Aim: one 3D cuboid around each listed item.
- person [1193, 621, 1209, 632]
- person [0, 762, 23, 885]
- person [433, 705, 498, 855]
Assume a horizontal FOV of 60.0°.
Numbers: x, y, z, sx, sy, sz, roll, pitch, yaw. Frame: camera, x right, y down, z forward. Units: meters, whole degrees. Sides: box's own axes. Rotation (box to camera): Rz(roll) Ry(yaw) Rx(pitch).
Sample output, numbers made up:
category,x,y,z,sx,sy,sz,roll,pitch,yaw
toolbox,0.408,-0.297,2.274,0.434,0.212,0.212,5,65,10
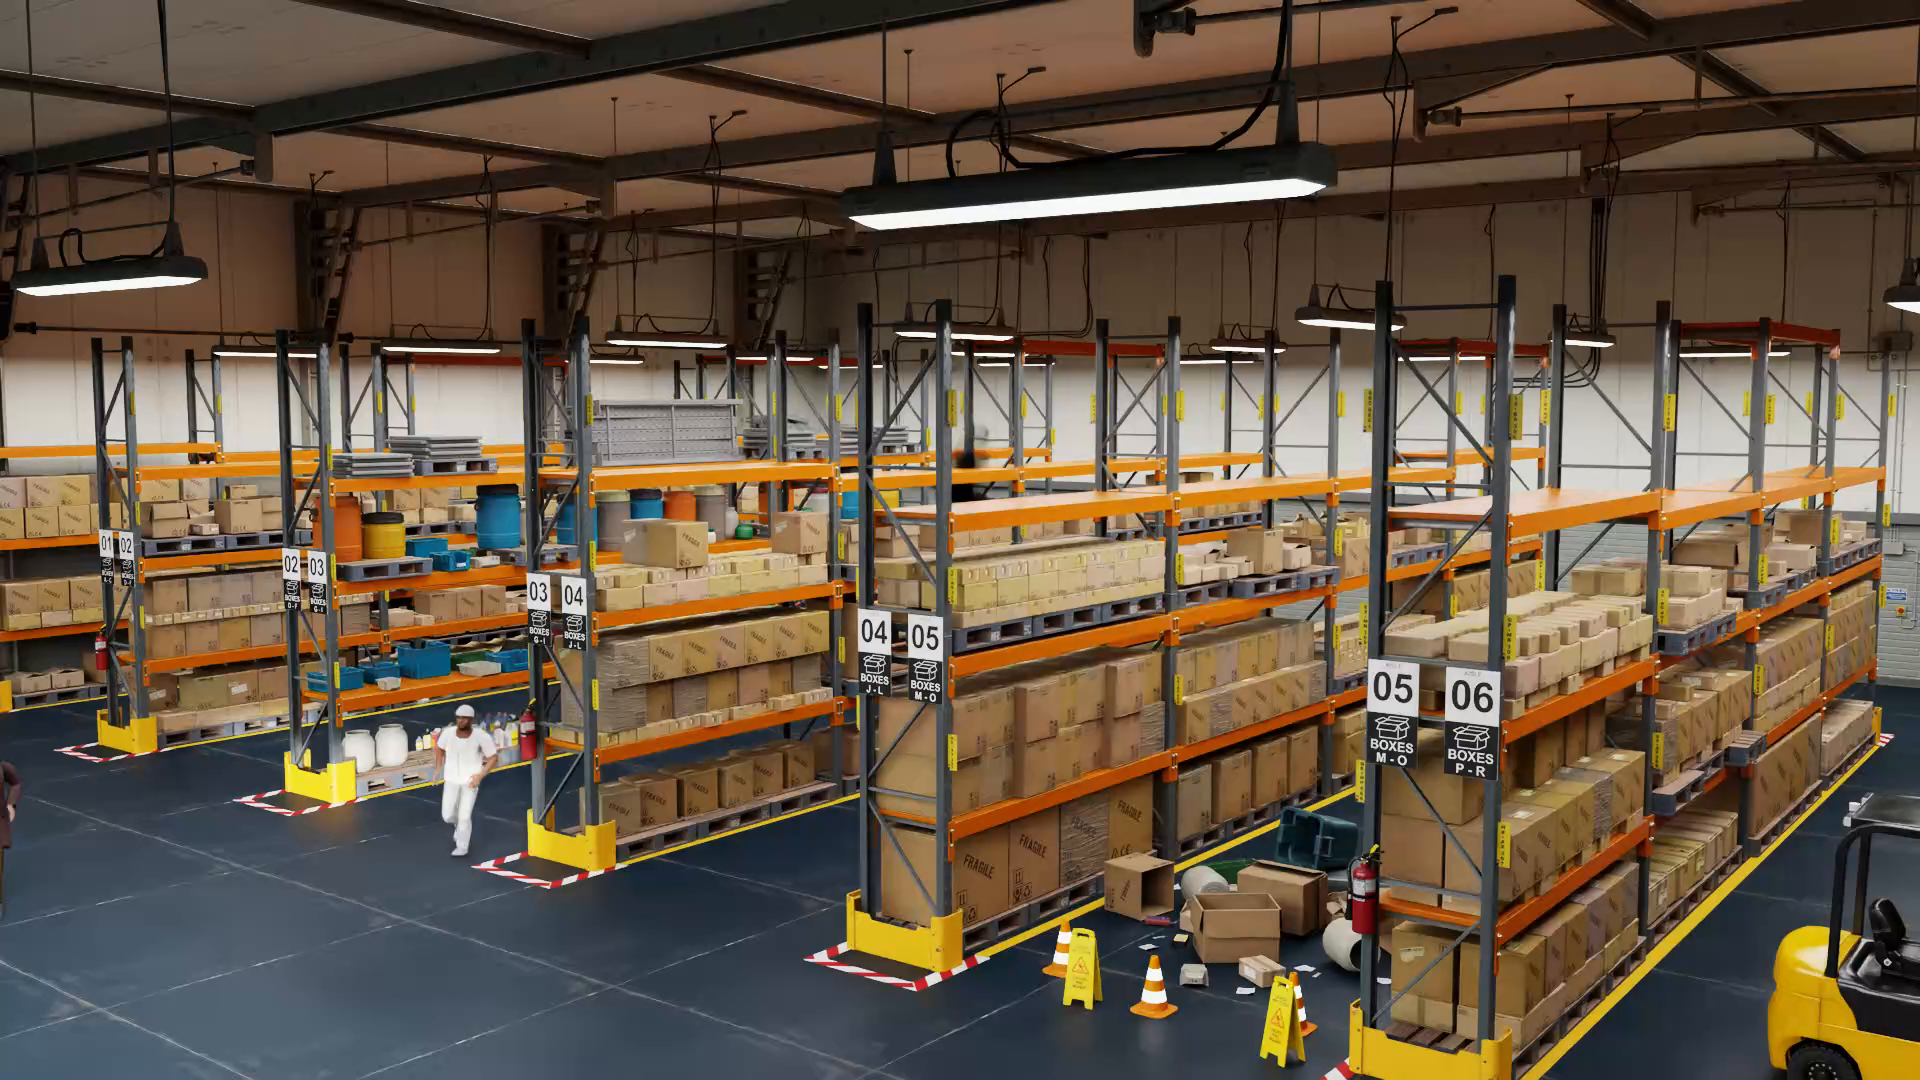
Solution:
category,x,y,z,sx,sy,sz,roll,pitch,yaw
person,3.724,2.062,25.973,0.550,1.758,0.777,3,6,32
person,-9.703,2.849,16.545,0.709,1.762,0.945,-3,6,-33
person,-5.559,2.692,18.709,0.734,1.725,0.554,0,5,5
